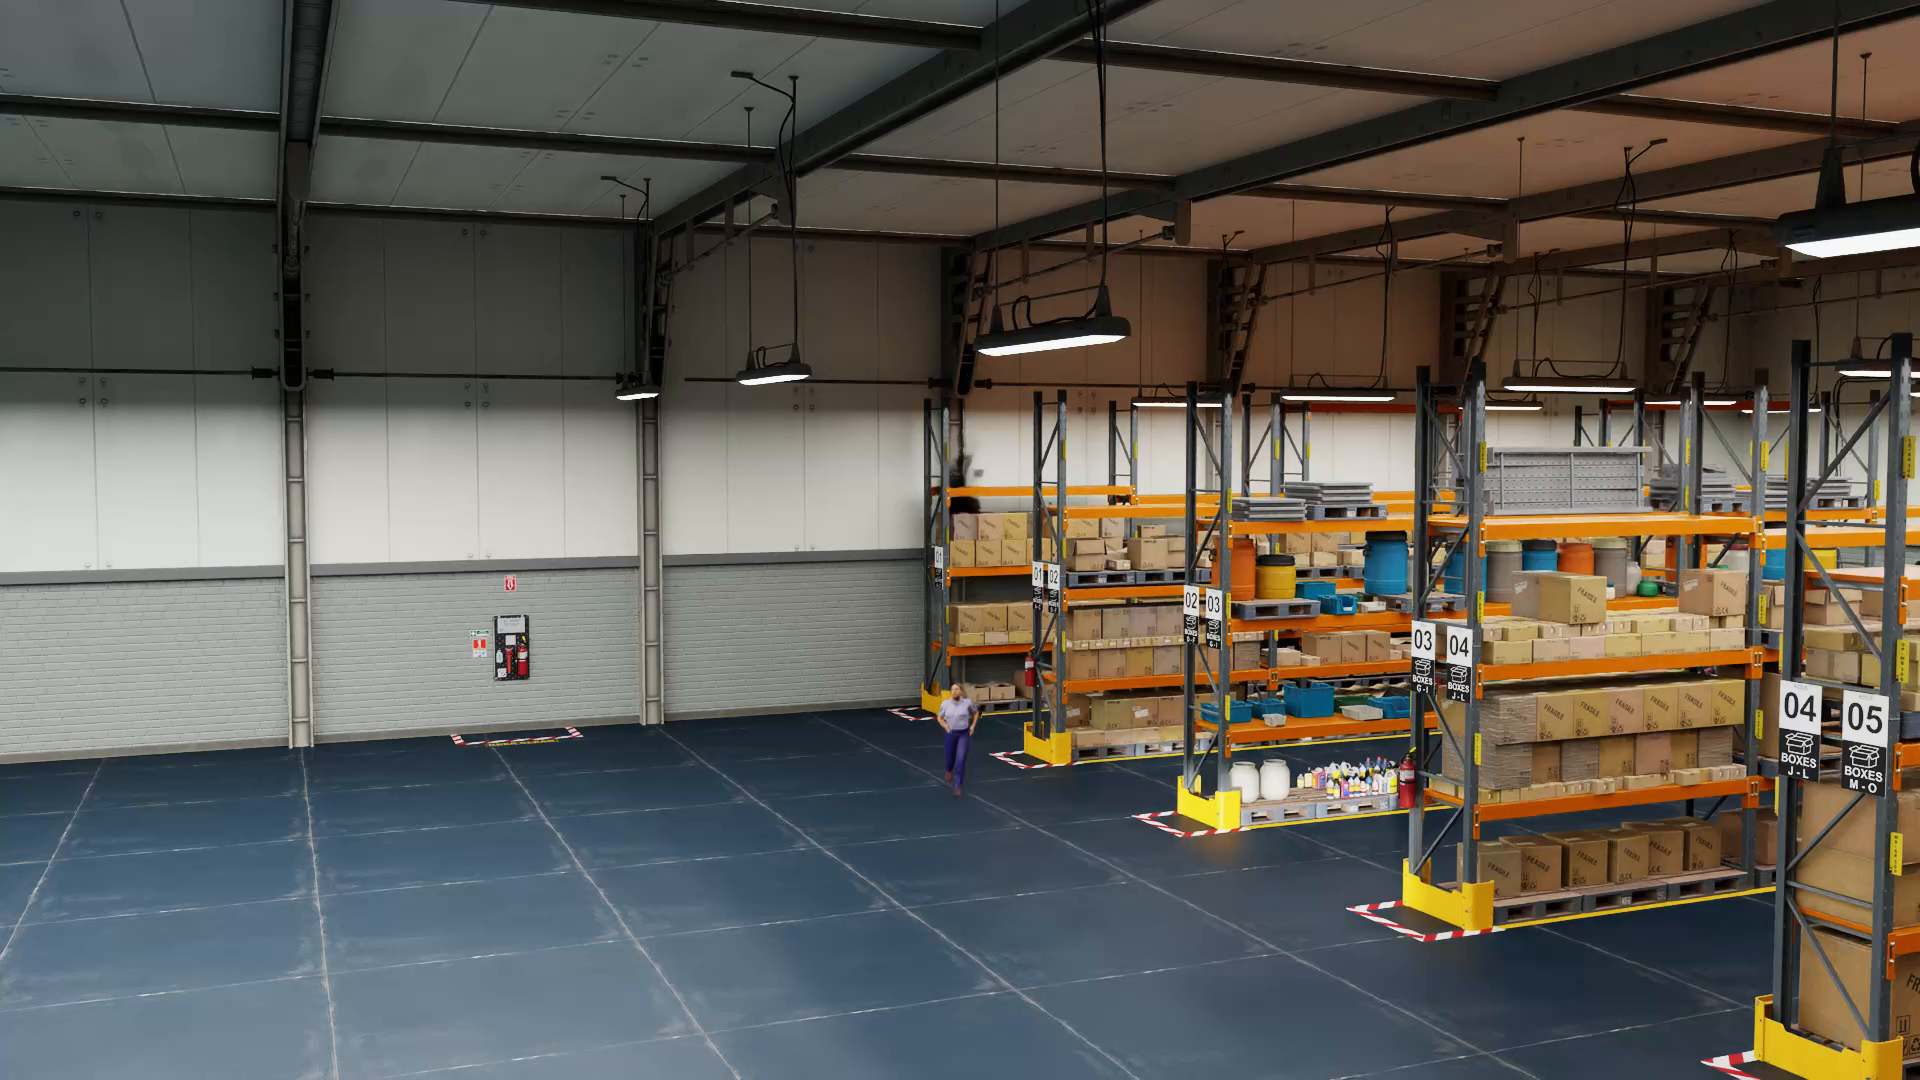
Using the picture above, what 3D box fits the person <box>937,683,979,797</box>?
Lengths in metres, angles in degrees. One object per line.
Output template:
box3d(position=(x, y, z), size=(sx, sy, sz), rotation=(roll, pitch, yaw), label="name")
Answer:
box3d(position=(-0.028, 2.918, 24.582), size=(0.615, 1.648, 0.838), rotation=(0, 3, 4), label="person")
